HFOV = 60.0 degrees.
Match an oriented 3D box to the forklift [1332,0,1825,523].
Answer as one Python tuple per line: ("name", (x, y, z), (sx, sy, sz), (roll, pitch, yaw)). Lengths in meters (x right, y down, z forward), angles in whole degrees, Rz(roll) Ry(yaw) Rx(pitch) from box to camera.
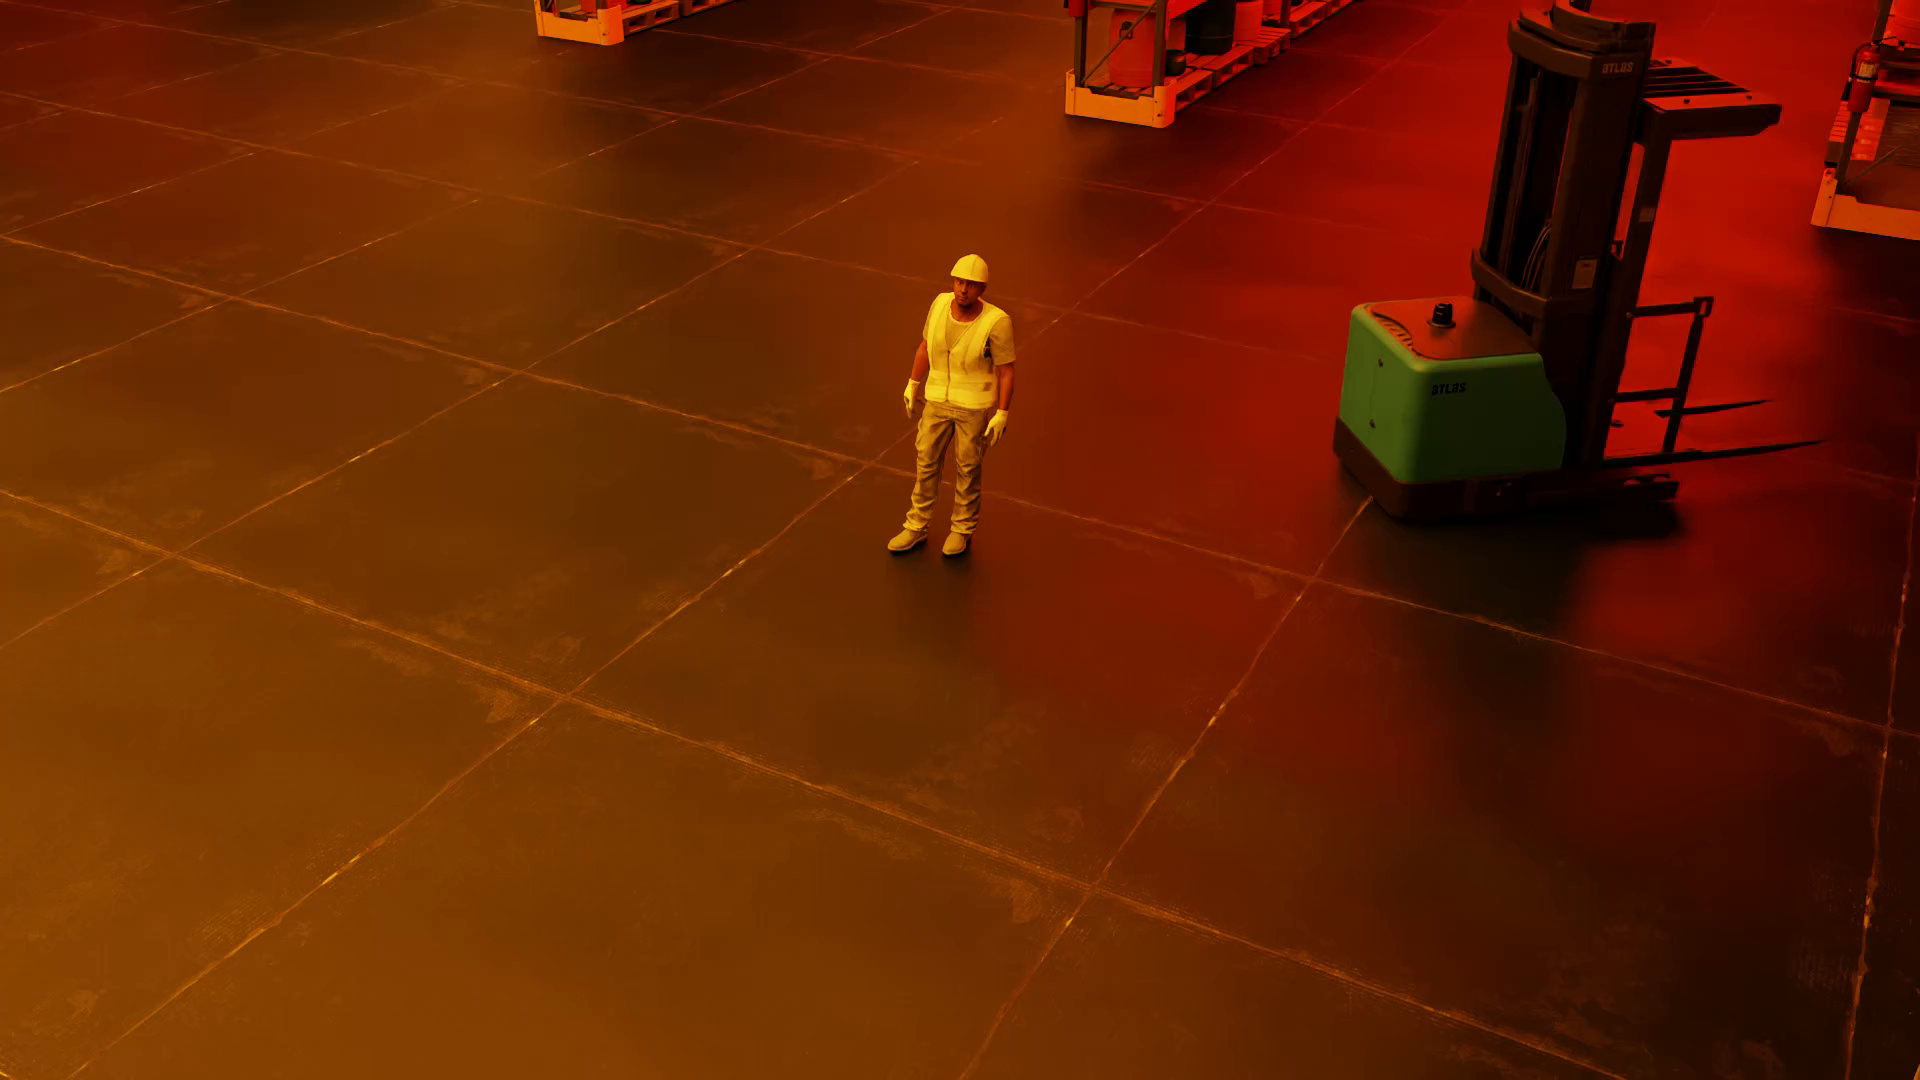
("forklift", (4.007, -1.733, 10.073), (3.031, 2.935, 1.130), (-6, 30, -10))

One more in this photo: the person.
("person", (-0.042, -0.749, 9.503), (0.656, 1.781, 0.577), (15, 33, 25))
